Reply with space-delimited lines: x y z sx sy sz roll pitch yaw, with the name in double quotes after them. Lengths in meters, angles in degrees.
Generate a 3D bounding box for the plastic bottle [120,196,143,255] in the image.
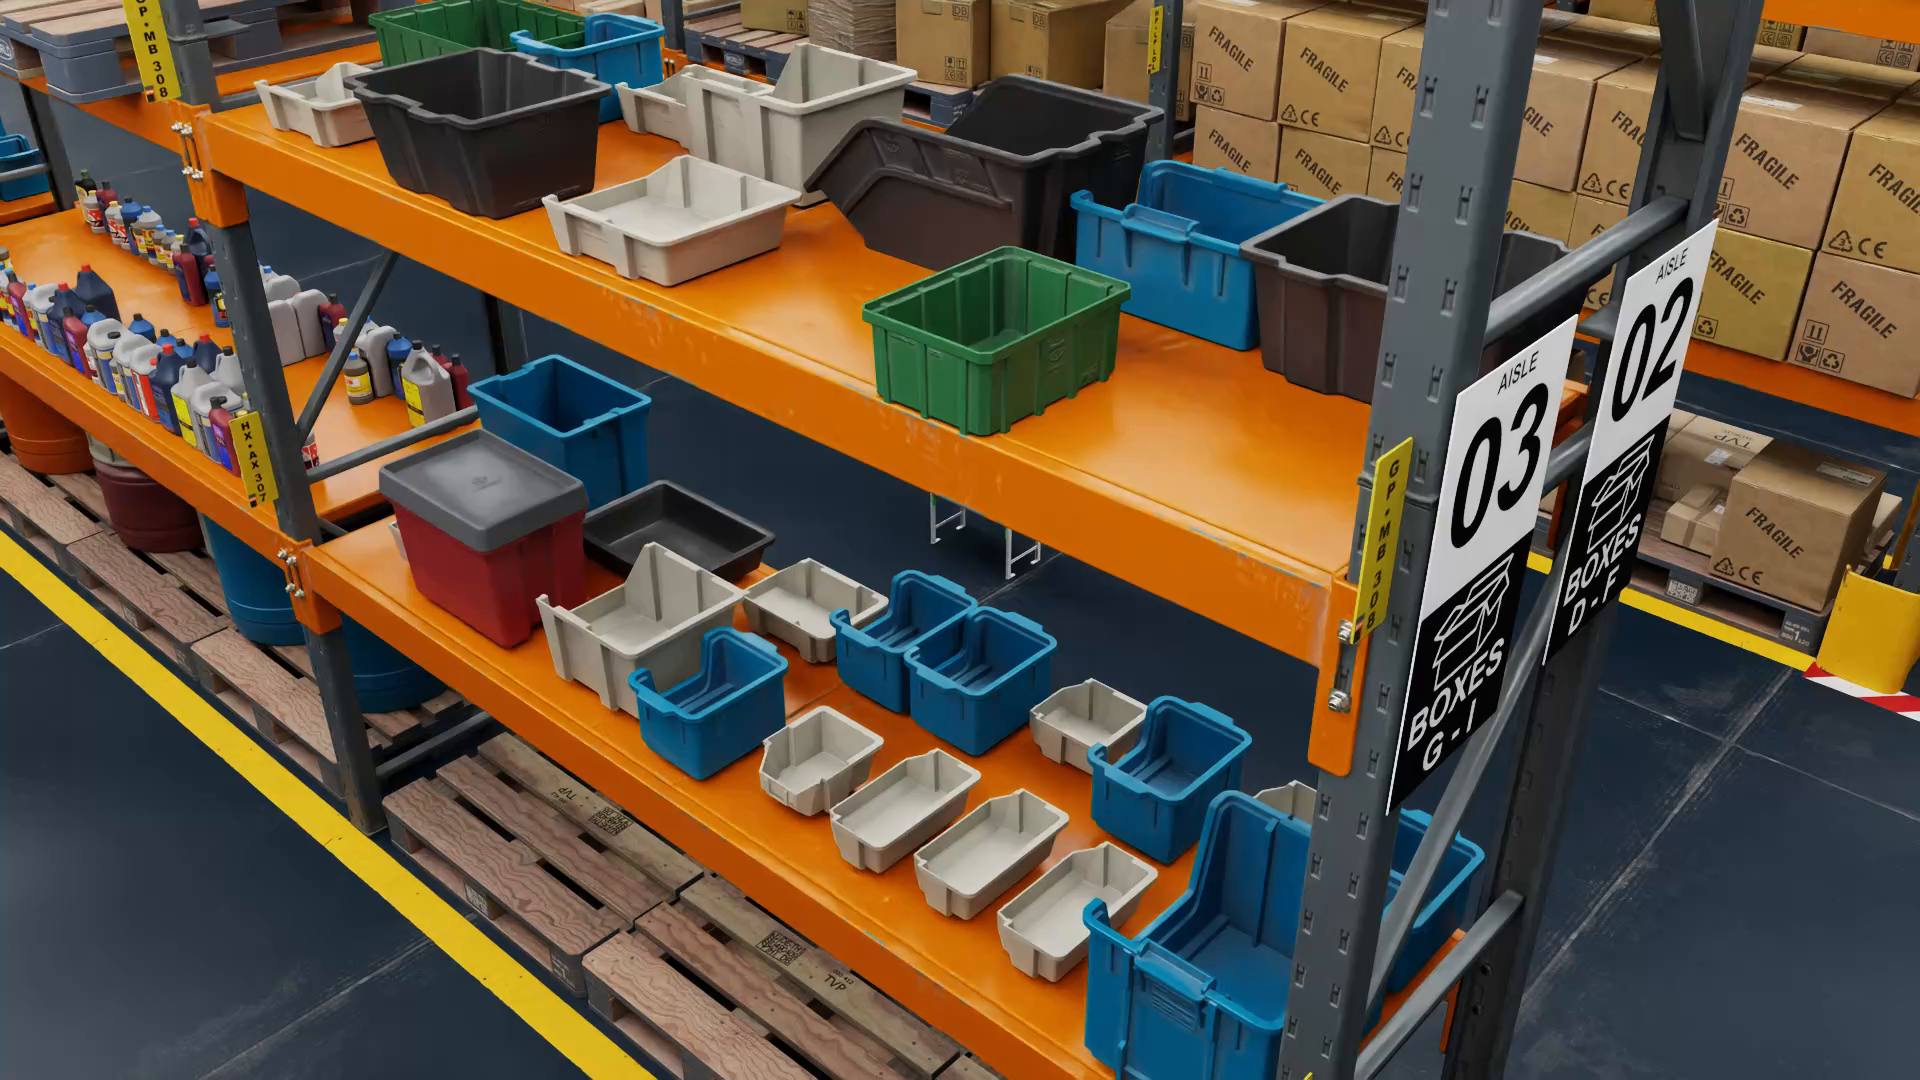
-3.959 -1.513 7.980 0.097 0.271 0.097 0 31 0 "plastic bottle"

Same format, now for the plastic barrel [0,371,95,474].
-4.560 -0.827 8.412 0.708 0.830 0.600 25 39 35 "plastic barrel"

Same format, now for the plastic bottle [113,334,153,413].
-3.222 -0.662 6.562 0.135 0.276 0.152 25 39 35 "plastic bottle"

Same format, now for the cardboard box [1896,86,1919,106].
4.172 -1.589 6.915 0.500 0.500 0.500 26 40 36 "cardboard box"

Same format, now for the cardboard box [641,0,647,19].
-2.141 -3.978 12.036 0.500 0.311 0.500 25 39 35 "cardboard box"

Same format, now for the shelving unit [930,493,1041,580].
0.123 -0.457 7.845 0.503 1.200 0.258 25 39 35 "shelving unit"

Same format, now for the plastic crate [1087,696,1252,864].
0.547 0.636 4.389 0.300 0.233 0.416 25 39 35 "plastic crate"

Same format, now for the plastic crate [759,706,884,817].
-0.389 0.615 4.517 0.250 0.136 0.298 25 39 35 "plastic crate"

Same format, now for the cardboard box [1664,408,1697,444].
3.370 -0.517 8.440 0.500 0.250 0.500 25 39 35 "cardboard box"

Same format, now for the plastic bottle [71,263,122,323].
-3.684 -1.013 7.072 0.185 0.351 0.144 25 39 35 "plastic bottle"

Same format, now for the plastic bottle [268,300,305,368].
-2.845 -0.870 6.907 0.135 0.276 0.152 25 39 35 "plastic bottle"

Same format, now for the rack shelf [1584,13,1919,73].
6.162 -3.143 11.260 4.000 0.370 1.077 25 39 35 "rack shelf"

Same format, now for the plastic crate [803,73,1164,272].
0.049 -0.863 3.927 0.767 0.338 0.504 25 39 35 "plastic crate"

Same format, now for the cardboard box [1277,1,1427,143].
1.901 -2.270 8.046 0.500 0.500 0.500 24 38 34 "cardboard box"

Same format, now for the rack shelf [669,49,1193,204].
-0.125 -2.632 10.411 4.000 0.370 1.077 25 39 35 "rack shelf"

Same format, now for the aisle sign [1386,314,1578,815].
0.854 0.052 2.734 0.004 0.787 0.394 25 39 35 "aisle sign"

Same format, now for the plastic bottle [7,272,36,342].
-4.004 -0.999 7.114 0.133 0.283 0.061 25 39 35 "plastic bottle"

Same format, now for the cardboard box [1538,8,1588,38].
2.662 -2.292 8.083 0.500 0.500 0.500 25 39 35 "cardboard box"

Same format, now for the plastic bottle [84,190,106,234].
-4.275 -1.631 8.243 0.097 0.201 0.097 0 31 0 "plastic bottle"

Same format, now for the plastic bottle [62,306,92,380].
-3.596 -0.808 6.798 0.133 0.283 0.061 25 39 35 "plastic bottle"

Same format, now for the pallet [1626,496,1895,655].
3.676 0.029 7.997 1.213 0.211 1.003 25 39 35 "pallet"

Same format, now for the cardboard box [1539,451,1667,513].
3.071 -0.308 8.093 0.500 0.250 0.500 25 39 35 "cardboard box"

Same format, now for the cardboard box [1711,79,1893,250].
3.434 -1.558 6.864 0.500 0.500 0.500 26 40 36 "cardboard box"

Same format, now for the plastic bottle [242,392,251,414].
-2.679 -0.463 6.304 0.097 0.201 0.097 0 31 0 "plastic bottle"

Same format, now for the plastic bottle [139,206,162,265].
-3.815 -1.446 7.868 0.097 0.271 0.097 0 31 0 "plastic bottle"

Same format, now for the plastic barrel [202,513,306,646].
-2.886 -0.076 7.095 0.708 0.901 0.600 25 39 35 "plastic barrel"

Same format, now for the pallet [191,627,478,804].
-2.513 0.557 7.121 1.213 0.211 1.003 25 39 35 "pallet"

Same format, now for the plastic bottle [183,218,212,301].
-3.411 -1.275 7.507 0.185 0.351 0.144 25 39 35 "plastic bottle"

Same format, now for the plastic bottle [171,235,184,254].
-3.599 -1.315 7.719 0.097 0.201 0.097 0 31 0 "plastic bottle"

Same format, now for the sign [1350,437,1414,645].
0.640 0.005 2.527 0.005 0.325 0.100 25 39 35 "sign"

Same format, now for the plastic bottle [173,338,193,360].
-3.053 -0.668 6.576 0.097 0.271 0.097 0 31 0 "plastic bottle"

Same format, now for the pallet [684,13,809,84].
-1.058 -3.342 11.080 1.003 0.211 1.213 25 39 35 "pallet"

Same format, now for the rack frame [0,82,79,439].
-4.934 -1.740 8.231 0.127 3.000 1.000 25 39 35 "rack frame"

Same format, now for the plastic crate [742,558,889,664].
-0.476 0.220 5.174 0.466 0.136 0.293 25 39 35 "plastic crate"

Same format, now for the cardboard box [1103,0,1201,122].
1.157 -2.720 9.356 0.500 0.500 0.700 12 33 19 "cardboard box"

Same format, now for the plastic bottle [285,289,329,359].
-2.743 -0.928 7.004 0.135 0.276 0.152 25 39 35 "plastic bottle"

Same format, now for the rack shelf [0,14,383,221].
-3.451 -2.024 6.493 4.000 0.370 1.077 25 39 35 "rack shelf"

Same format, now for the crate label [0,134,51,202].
-4.995 -1.957 8.755 0.416 0.233 0.303 25 39 35 "crate label"

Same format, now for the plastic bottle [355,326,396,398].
-2.327 -0.735 6.682 0.135 0.276 0.152 25 39 35 "plastic bottle"

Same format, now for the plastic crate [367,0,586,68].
-1.452 -1.518 5.161 0.662 0.188 0.450 25 39 35 "plastic crate"

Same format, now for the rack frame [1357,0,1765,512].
0.997 -1.541 2.085 0.127 3.000 1.000 25 39 35 "rack frame"

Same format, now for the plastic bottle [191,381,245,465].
-2.749 -0.441 6.195 0.135 0.276 0.152 25 39 35 "plastic bottle"

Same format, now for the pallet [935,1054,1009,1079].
0.412 1.924 4.850 1.213 0.211 1.003 25 39 35 "pallet"

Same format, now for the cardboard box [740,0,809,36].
-1.065 -3.680 10.951 0.500 0.500 0.700 12 33 19 "cardboard box"

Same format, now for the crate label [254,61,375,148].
-1.800 -1.247 4.761 0.466 0.136 0.293 25 39 35 "crate label"

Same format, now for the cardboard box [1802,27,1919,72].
6.154 -3.575 10.990 0.700 0.700 0.980 23 38 33 "cardboard box"

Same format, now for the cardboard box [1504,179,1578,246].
2.682 -1.485 7.711 0.500 0.500 0.500 24 39 34 "cardboard box"
